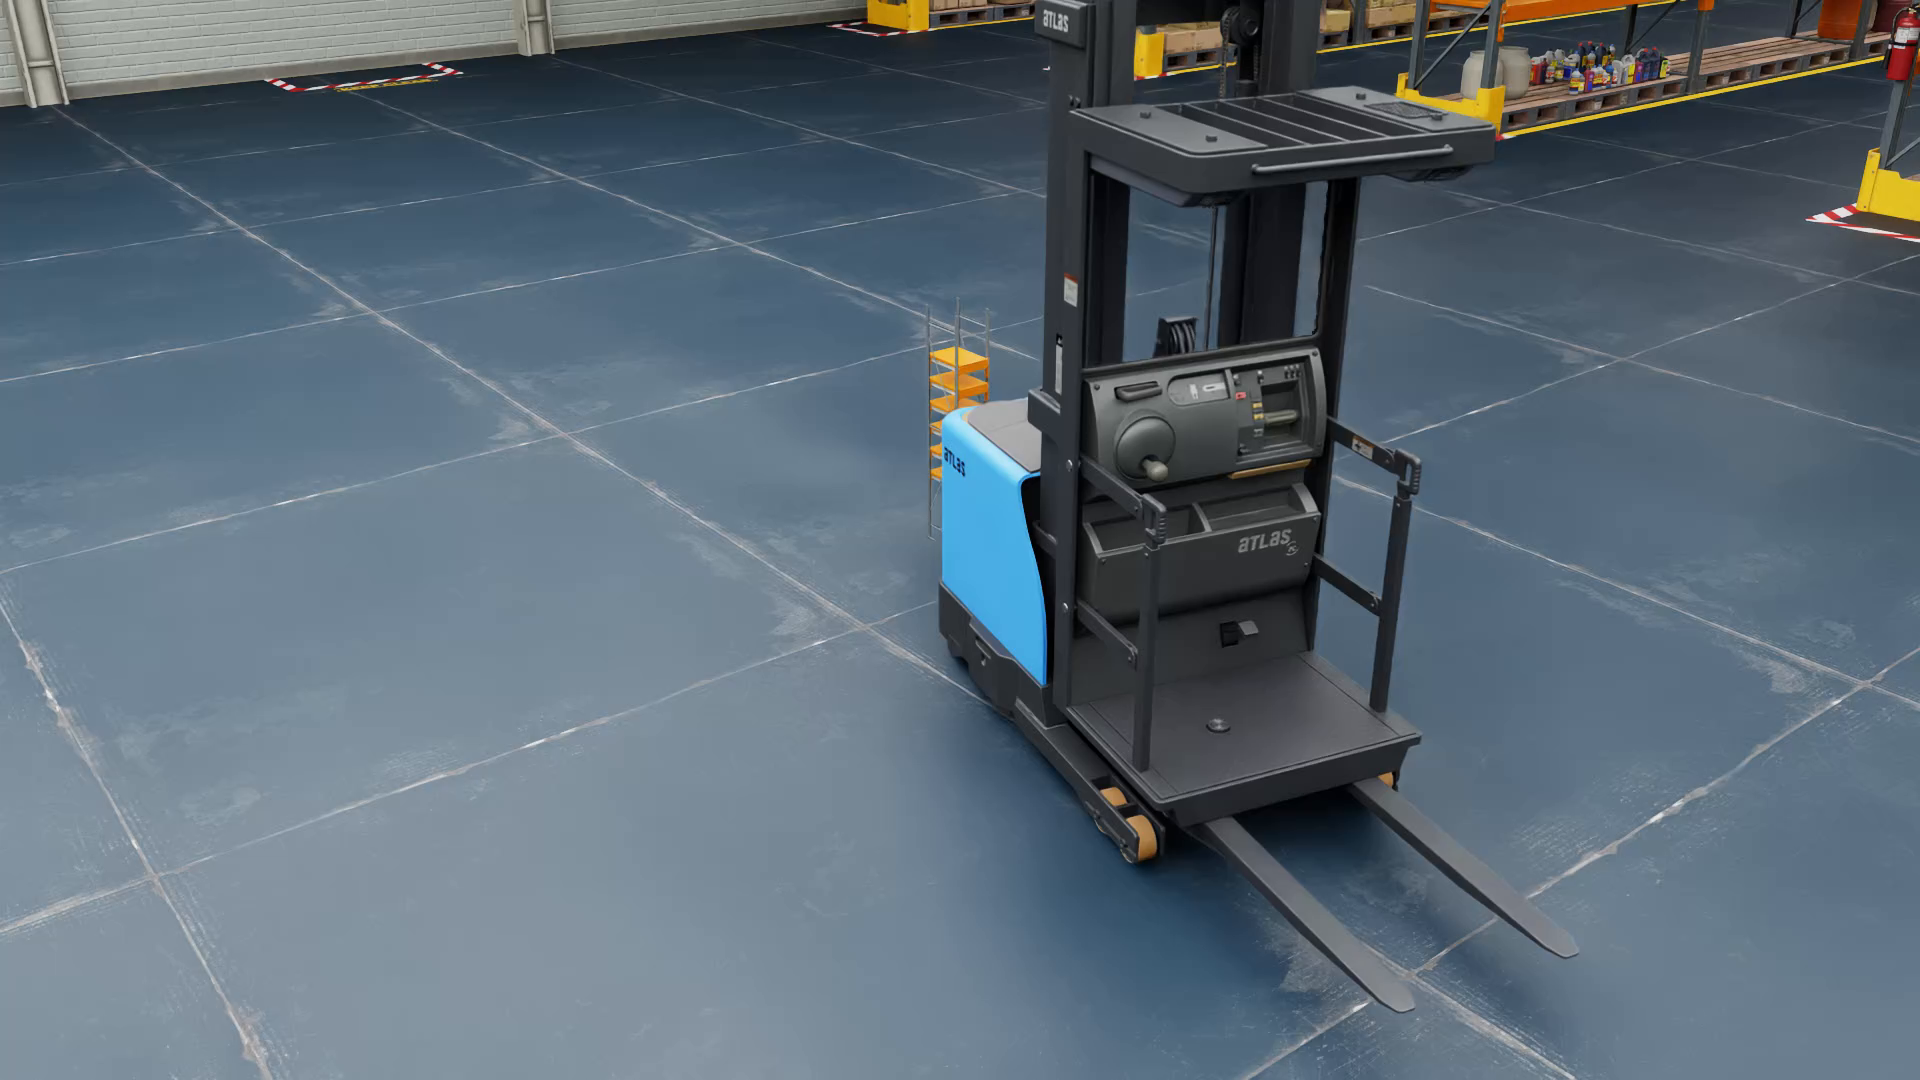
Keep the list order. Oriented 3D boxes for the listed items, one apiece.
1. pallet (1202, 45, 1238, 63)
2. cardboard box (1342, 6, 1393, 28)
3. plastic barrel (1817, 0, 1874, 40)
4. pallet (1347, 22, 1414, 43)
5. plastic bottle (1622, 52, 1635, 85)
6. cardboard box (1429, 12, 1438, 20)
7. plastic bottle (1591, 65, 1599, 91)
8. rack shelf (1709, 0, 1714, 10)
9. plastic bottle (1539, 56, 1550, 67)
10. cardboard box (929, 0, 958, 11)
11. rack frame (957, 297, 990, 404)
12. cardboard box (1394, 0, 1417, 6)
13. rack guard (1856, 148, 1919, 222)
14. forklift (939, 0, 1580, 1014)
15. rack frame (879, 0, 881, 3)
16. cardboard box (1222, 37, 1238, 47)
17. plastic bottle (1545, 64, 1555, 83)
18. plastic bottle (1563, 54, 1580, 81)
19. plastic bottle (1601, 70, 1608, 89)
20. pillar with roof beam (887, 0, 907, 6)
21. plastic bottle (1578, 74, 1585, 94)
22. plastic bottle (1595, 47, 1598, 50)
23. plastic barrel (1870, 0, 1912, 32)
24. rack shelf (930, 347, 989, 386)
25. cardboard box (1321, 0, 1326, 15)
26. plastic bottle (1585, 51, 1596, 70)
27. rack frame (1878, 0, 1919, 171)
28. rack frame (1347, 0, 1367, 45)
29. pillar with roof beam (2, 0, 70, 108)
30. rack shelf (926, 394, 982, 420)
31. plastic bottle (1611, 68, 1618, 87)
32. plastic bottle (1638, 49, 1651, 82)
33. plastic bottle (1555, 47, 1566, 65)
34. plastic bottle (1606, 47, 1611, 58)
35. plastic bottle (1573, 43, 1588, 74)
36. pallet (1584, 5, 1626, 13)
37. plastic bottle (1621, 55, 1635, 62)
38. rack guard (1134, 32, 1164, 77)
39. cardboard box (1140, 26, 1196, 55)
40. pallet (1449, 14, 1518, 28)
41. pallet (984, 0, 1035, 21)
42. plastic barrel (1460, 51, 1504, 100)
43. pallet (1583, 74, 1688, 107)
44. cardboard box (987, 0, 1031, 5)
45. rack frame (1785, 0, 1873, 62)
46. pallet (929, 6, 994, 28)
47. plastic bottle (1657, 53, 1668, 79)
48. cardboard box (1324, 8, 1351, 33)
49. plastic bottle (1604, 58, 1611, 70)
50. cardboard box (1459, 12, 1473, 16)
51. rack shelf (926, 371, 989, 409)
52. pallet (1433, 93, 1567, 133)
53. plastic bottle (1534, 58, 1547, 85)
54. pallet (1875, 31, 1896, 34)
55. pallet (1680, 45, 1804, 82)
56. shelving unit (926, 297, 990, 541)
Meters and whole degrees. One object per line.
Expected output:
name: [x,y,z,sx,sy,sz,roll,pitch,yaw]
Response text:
pallet: [3.613,-6.609,22.239,1.213,0.211,1.003,-18,31,-34]
cardboard box: [5.696,-7.351,23.293,0.500,0.250,0.500,-19,31,-35]
plastic barrel: [11.801,-7.121,22.109,0.708,0.830,0.600,-18,31,-34]
pallet: [5.781,-7.324,23.781,1.213,0.211,1.003,-18,31,-34]
plastic bottle: [7.545,-5.345,18.827,0.185,0.351,0.144,-18,31,-34]
cardboard box: [6.505,-7.619,23.870,0.500,0.250,0.500,-19,31,-36]
plastic bottle: [7.020,-5.123,18.443,0.097,0.271,0.097,0,25,0]
rack shelf: [9.853,-6.936,20.487,4.000,0.370,1.077,-18,31,-34]
plastic bottle: [6.630,-5.383,18.998,0.135,0.276,0.152,-19,31,-35]
cardboard box: [-0.382,-8.116,24.845,0.500,0.311,0.500,-23,33,-40]
rack frame: [0.061,-0.564,8.041,0.006,1.200,0.240,-18,31,-34]
cardboard box: [6.101,-7.736,23.456,0.500,0.311,0.500,-19,31,-35]
rack guard: [8.247,-2.949,14.011,0.348,0.500,1.175,-18,31,-34]
forklift: [0.963,-0.405,5.642,1.130,2.935,3.031,-10,27,-21]
rack frame: [-0.982,-8.986,24.049,0.127,3.000,1.000,-18,31,-34]
cardboard box: [3.422,-6.616,21.709,0.500,0.250,0.500,-18,31,-34]
plastic bottle: [6.722,-5.313,18.935,0.097,0.201,0.097,0,25,0]
plastic bottle: [7.016,-5.433,19.106,0.135,0.276,0.152,-18,31,-34]
plastic bottle: [7.177,-5.143,18.569,0.097,0.201,0.097,0,25,0]
pillar with roof beam: [1.692,-10.749,20.722,0.400,9.000,9.100,-18,31,-34]
plastic bottle: [6.832,-5.029,18.324,0.097,0.201,0.097,0,25,0]
plastic bottle: [7.520,-5.677,19.631,0.135,0.276,0.152,-17,30,-32]
plastic barrel: [12.690,-7.305,22.792,0.708,0.588,0.600,-18,31,-34]
rack shelf: [-0.011,-0.827,7.856,0.180,0.103,0.258,-18,31,-34]
cardboard box: [4.595,-7.349,22.399,0.500,0.500,0.500,-18,31,-34]
plastic bottle: [7.348,-5.555,19.375,0.097,0.271,0.097,0,25,0]
rack frame: [8.188,-4.063,13.442,0.127,3.000,1.000,-18,31,-34]
rack frame: [5.225,-8.385,22.754,0.127,3.000,1.000,-18,31,-34]
pillar with roof beam: [-7.751,-7.632,14.006,0.400,9.000,9.100,-18,31,-34]
rack shelf: [-0.011,-0.609,7.958,0.180,0.103,0.258,-18,31,-34]
plastic bottle: [7.339,-5.196,18.684,0.097,0.201,0.097,0,25,0]
plastic bottle: [7.799,-5.428,19.008,0.185,0.351,0.144,-20,32,-37]
plastic bottle: [6.905,-5.509,19.182,0.185,0.351,0.144,-19,31,-34]
plastic bottle: [7.586,-5.645,19.554,0.133,0.283,0.061,-18,31,-34]
plastic bottle: [7.239,-5.620,19.420,0.185,0.351,0.144,-20,31,-36]
pallet: [9.943,-8.656,26.650,1.213,0.211,1.003,-18,31,-34]
plastic bottle: [7.688,-5.437,19.115,0.135,0.276,0.152,-18,31,-34]
rack guard: [2.059,-6.206,21.028,0.348,0.500,1.175,-18,31,-34]
cardboard box: [2.637,-6.355,21.147,0.500,0.250,0.500,-18,31,-34]
pallet: [7.701,-7.958,25.147,1.213,0.211,1.003,-18,31,-34]
pallet: [0.698,-8.255,25.787,1.213,0.211,1.003,-18,31,-34]
plastic barrel: [5.602,-4.962,17.836,0.421,0.512,0.421,0,25,0]
pallet: [7.725,-5.318,19.457,1.213,0.211,1.003,-18,31,-34]
cardboard box: [0.675,-8.524,25.499,0.500,0.500,0.700,-21,32,-37]
rack frame: [11.427,-7.782,21.455,0.127,3.000,1.000,-18,31,-34]
pallet: [-0.261,-7.940,25.108,1.213,0.211,1.003,-18,31,-34]
plastic bottle: [8.104,-5.476,19.191,0.133,0.283,0.061,-17,30,-32]
cardboard box: [4.995,-7.135,22.829,0.500,0.250,0.500,-18,31,-34]
plastic bottle: [7.348,-5.308,18.829,0.133,0.283,0.061,-18,31,-34]
cardboard box: [7.309,-7.885,24.444,0.500,0.250,0.500,-17,30,-33]
rack shelf: [-0.011,-0.718,7.907,0.180,0.103,0.258,-18,31,-34]
pallet: [5.805,-4.684,18.091,1.213,0.211,1.003,-18,31,-34]
plastic bottle: [6.587,-5.315,18.843,0.133,0.283,0.061,-18,31,-34]
pallet: [12.981,-7.051,23.192,1.213,0.211,1.003,-18,31,-34]
pallet: [9.834,-6.014,20.957,1.213,0.211,1.003,-18,31,-34]
shelving unit: [-0.011,-0.540,7.989,0.189,1.200,0.258,-18,31,-34]
